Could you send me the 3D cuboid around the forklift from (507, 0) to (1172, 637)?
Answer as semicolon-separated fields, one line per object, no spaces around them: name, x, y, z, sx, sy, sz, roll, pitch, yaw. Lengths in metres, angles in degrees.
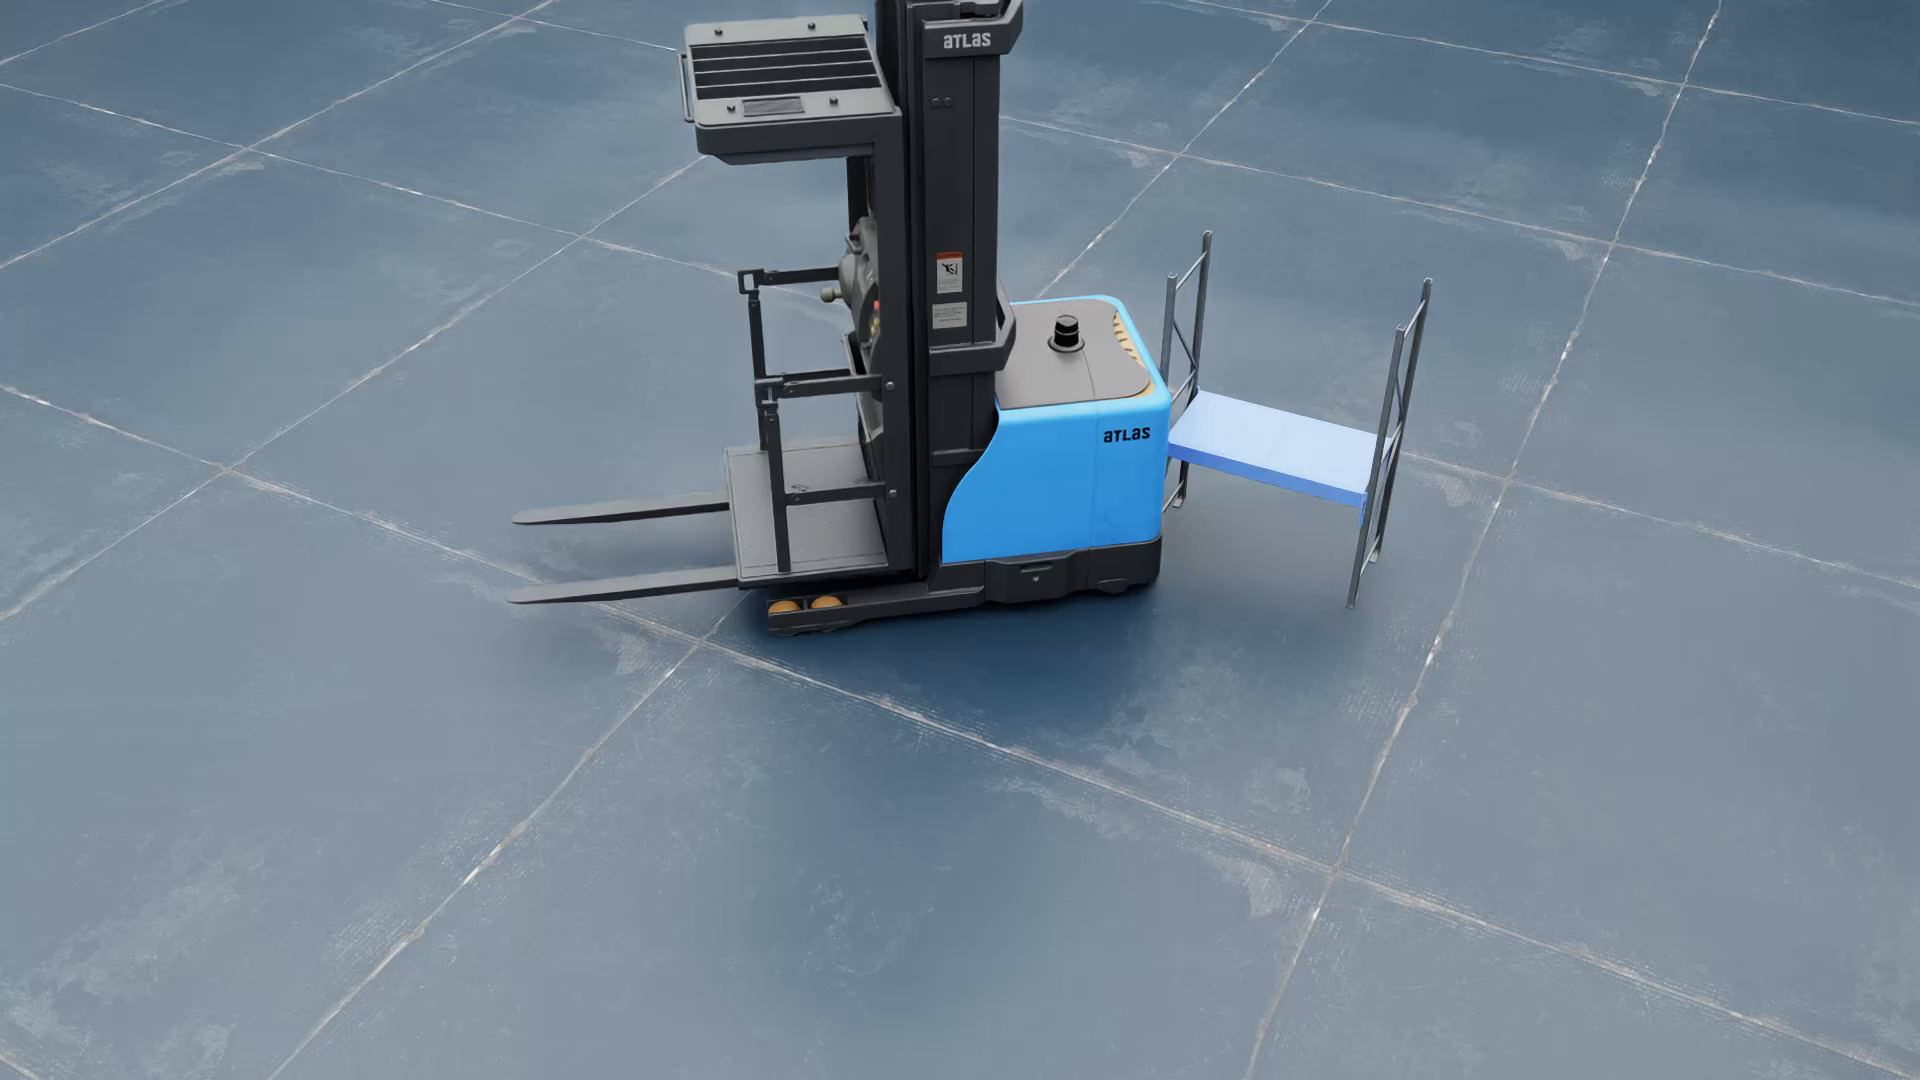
forklift;-0.615;-1.069;7.234;3.031;2.935;1.130;-6;38;-8

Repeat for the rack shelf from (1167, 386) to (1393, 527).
rack shelf;1.490;-0.407;7.843;1.000;0.185;0.538;17;40;21

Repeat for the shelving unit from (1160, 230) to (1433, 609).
shelving unit;1.490;-0.550;7.734;1.048;1.500;0.538;17;40;21

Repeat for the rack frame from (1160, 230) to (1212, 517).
rack frame;1.035;-0.688;7.916;0.032;1.500;0.500;17;40;21

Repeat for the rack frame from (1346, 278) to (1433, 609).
rack frame;1.944;-0.412;7.553;0.032;1.500;0.500;17;40;21
